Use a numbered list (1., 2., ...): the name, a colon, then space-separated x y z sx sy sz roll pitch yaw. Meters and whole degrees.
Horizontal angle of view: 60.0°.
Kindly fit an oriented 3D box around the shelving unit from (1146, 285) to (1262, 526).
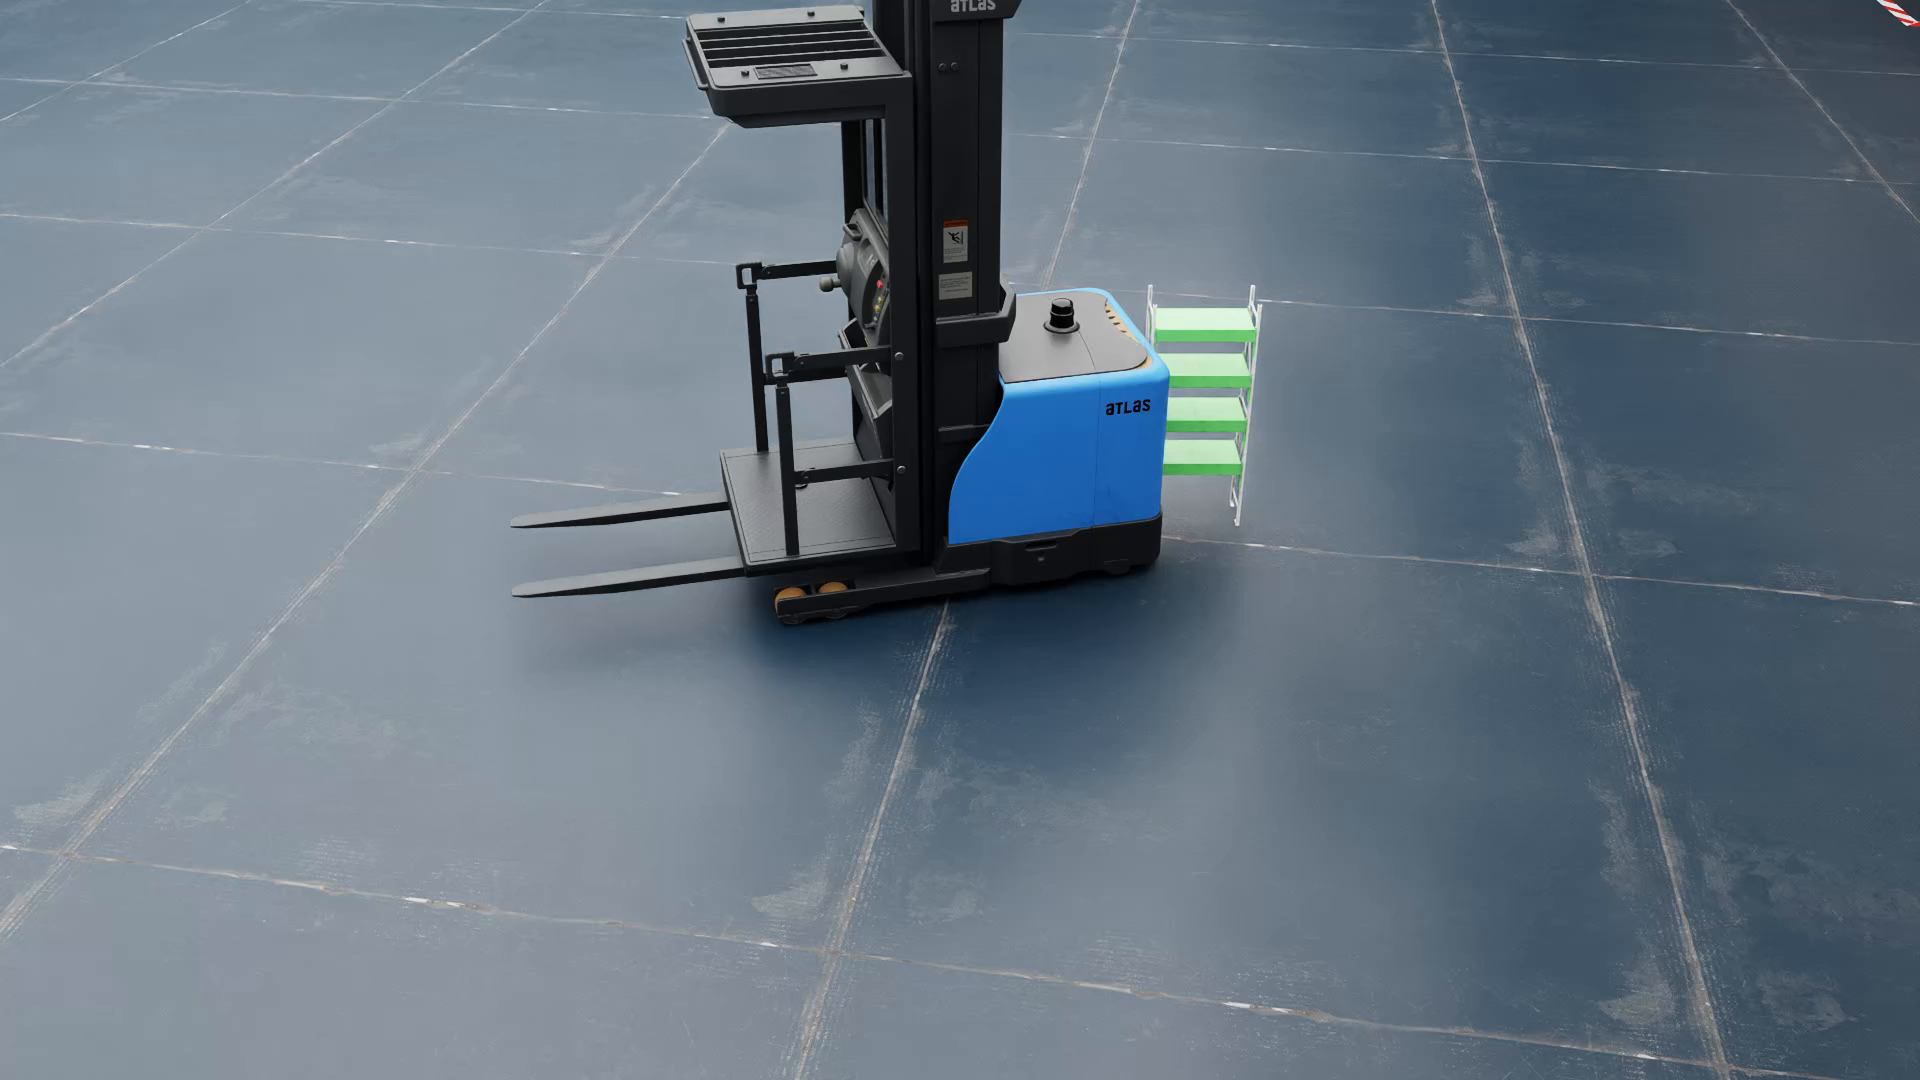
1. shelving unit: 1.152 -0.642 8.145 0.503 1.200 0.258 0 32 0

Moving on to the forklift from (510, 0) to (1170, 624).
1. forklift: -0.611 -1.164 7.348 3.031 2.935 1.130 -7 33 -11

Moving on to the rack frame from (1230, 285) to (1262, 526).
1. rack frame: 1.396 -0.642 8.145 0.015 1.200 0.240 0 32 0

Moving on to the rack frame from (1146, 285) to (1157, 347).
1. rack frame: 0.908 -0.642 8.146 0.015 1.200 0.240 0 32 0

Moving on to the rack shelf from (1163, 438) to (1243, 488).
1. rack shelf: 1.152 -0.385 8.307 0.480 0.148 0.258 0 32 0

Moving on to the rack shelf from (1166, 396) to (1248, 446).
1. rack shelf: 1.152 -0.588 8.179 0.480 0.148 0.258 0 32 0

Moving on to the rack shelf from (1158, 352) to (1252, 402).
1. rack shelf: 1.152 -0.792 8.052 0.480 0.148 0.258 0 32 0

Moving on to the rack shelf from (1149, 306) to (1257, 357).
1. rack shelf: 1.152 -0.995 7.925 0.480 0.148 0.258 0 32 0
